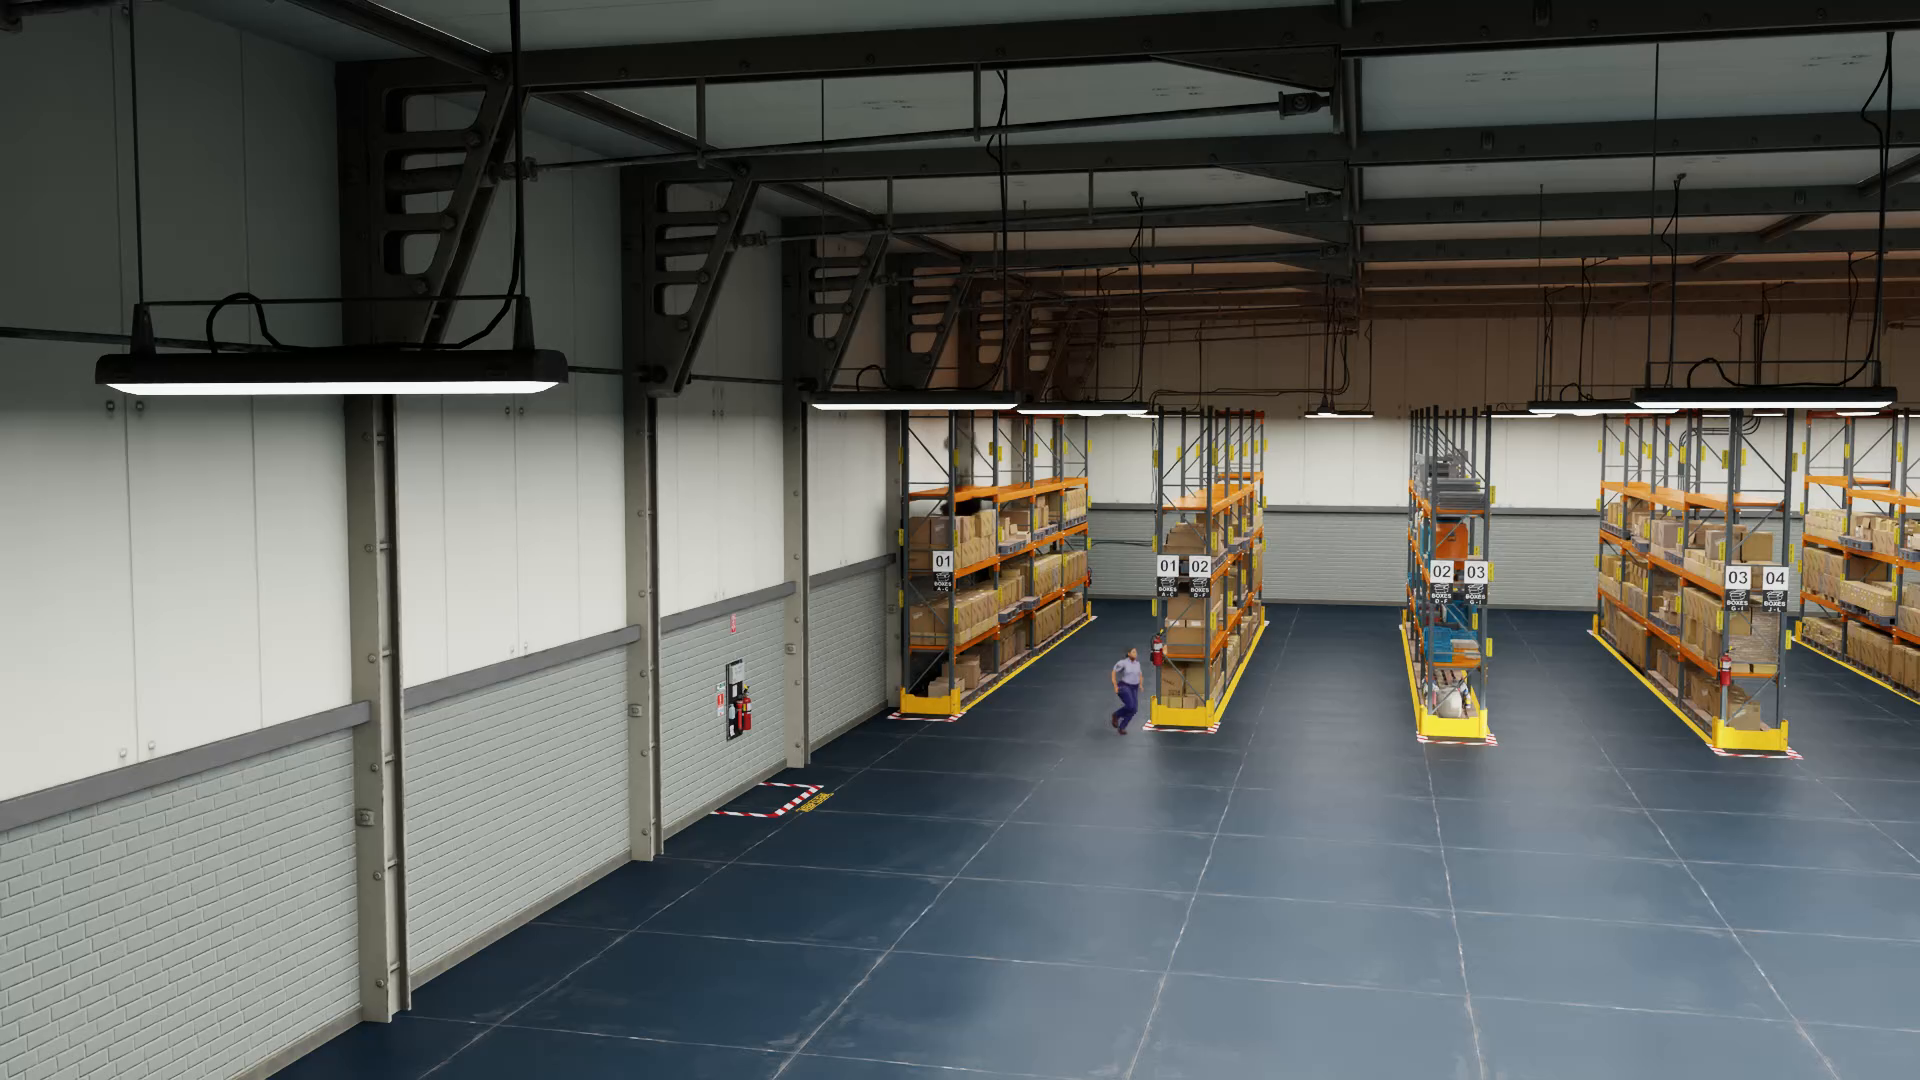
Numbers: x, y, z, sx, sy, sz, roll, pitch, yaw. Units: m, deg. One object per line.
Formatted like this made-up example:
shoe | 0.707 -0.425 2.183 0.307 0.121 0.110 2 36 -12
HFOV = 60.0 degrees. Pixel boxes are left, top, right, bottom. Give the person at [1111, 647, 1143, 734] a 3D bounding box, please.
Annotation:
person | 3.134 2.760 30.458 0.645 1.564 0.512 -3 5 -34
